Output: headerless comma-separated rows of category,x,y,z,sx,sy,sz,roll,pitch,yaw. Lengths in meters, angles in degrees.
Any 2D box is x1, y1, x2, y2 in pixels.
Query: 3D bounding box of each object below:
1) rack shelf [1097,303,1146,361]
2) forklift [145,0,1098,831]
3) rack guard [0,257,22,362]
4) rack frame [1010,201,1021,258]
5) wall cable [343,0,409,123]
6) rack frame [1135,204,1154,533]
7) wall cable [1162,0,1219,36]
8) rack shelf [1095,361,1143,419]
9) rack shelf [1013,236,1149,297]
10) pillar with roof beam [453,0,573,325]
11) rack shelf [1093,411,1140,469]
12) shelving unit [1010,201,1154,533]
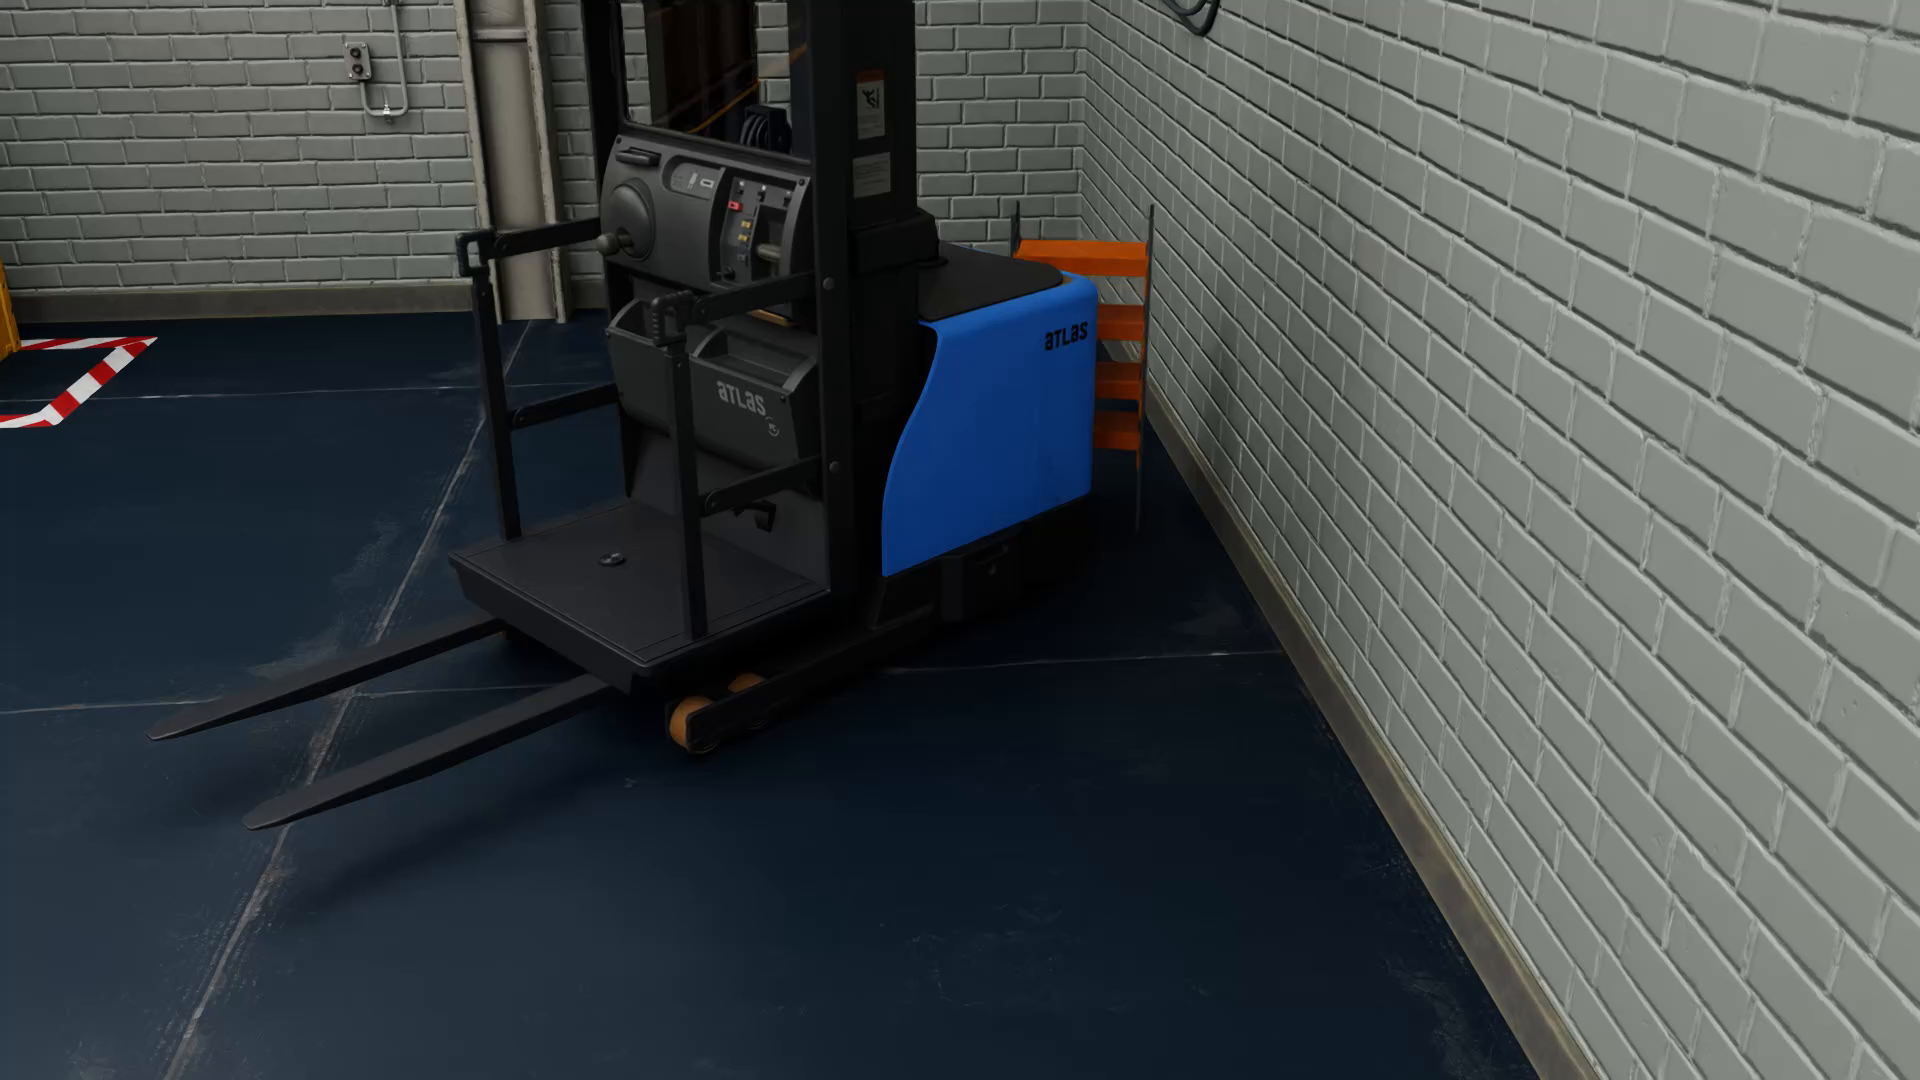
rack shelf,0.443,-0.778,6.139,0.480,0.148,0.258,3,24,6
forklift,-0.915,-0.953,4.786,1.130,2.935,3.031,22,32,40
rack guard,-4.882,-0.982,7.843,0.348,0.500,1.175,-2,24,-5
rack frame,0.200,-0.647,6.228,0.015,1.200,0.240,3,24,6
wall cable,-3.725,-3.021,8.102,1.851,1.984,0.084,-2,24,-5
rack frame,0.685,-0.624,6.176,0.015,1.200,0.240,3,24,6
wall cable,0.758,-3.527,6.929,0.112,2.526,3.097,-2,24,-5
rack shelf,0.443,-0.574,6.230,0.480,0.148,0.258,3,24,6
rack shelf,0.443,-0.994,6.043,0.480,0.148,0.258,3,24,6
pillar with roof beam,-1.881,-3.582,3.229,0.400,9.000,9.100,-2,24,-5
rack shelf,0.443,-0.392,6.310,0.480,0.148,0.258,3,24,6
shelving unit,0.443,-0.635,6.202,0.503,1.200,0.258,3,24,6
